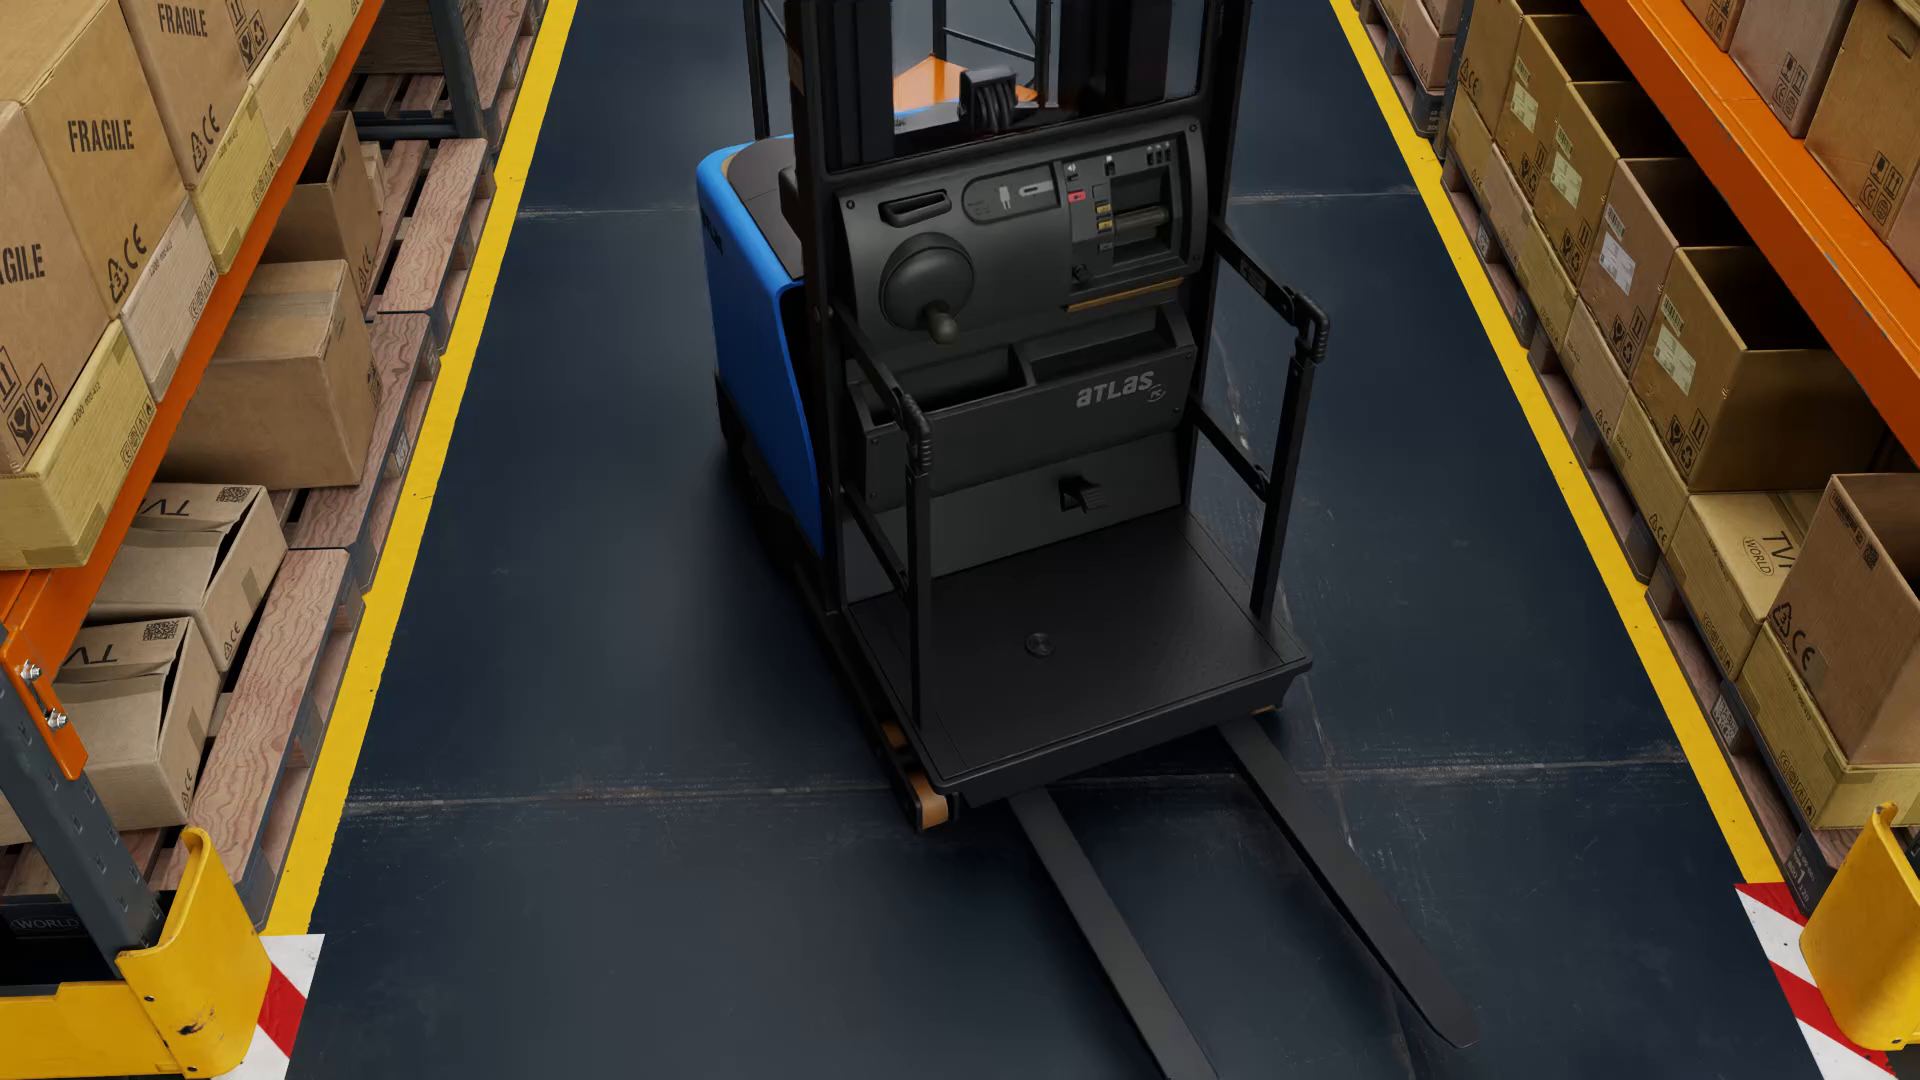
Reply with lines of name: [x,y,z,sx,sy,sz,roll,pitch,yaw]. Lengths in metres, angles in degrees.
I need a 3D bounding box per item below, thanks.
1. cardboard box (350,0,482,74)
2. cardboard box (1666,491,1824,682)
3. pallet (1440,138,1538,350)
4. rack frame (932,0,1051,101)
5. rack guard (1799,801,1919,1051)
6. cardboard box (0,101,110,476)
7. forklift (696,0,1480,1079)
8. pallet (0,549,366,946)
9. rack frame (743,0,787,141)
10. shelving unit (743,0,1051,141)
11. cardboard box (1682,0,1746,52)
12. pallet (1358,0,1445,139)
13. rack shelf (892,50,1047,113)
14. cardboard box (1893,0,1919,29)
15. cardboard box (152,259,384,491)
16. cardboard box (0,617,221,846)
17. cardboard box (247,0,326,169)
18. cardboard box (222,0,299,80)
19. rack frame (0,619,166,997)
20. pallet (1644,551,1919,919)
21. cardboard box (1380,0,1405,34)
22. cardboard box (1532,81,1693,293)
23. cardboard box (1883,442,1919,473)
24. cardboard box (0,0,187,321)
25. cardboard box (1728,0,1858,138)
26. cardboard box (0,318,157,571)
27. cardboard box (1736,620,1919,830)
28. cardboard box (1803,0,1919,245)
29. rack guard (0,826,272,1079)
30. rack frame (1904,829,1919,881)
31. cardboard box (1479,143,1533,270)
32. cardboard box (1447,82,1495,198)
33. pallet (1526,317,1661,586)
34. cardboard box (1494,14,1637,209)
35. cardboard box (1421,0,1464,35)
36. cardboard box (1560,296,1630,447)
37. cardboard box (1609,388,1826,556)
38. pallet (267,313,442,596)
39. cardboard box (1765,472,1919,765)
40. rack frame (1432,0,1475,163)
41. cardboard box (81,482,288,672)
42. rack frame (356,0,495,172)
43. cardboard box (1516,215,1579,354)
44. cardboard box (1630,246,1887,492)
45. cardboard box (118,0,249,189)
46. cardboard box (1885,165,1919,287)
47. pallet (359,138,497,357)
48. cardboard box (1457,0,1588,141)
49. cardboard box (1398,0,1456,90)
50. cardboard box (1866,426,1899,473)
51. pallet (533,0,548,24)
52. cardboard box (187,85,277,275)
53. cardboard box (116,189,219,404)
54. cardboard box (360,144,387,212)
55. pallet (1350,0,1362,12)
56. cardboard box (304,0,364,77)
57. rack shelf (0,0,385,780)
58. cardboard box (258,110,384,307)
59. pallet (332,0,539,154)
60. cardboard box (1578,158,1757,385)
cardboard box: [-2.488,-2.339,7.106,0.700,0.500,0.500,0,43,0]
cardboard box: [2.328,0.122,4.621,0.500,0.250,0.500,-2,43,-2]
pallet: [2.501,-1.181,6.382,1.003,0.211,1.213,-2,43,-2]
rack frame: [0.108,-1.825,6.131,0.500,1.500,0.032,26,48,25]
rack guard: [2.680,0.891,3.907,1.175,0.500,0.348,-2,43,-2]
cardboard box: [-1.990,-0.461,3.074,0.500,0.500,0.500,-2,43,-2]
forklift: [0.253,-0.651,3.791,1.130,2.935,3.031,-16,45,-17]
pallet: [-2.273,0.526,4.520,1.003,0.211,1.213,-2,43,-2]
rack frame: [-0.479,-1.264,5.519,0.500,1.500,0.032,26,48,25]
shelving unit: [-0.180,-1.549,5.830,0.587,1.500,1.083,26,48,25]
cardboard box: [2.580,-1.789,4.908,0.700,0.500,0.500,-1,43,-1]
pallet: [2.439,-2.215,7.510,1.003,0.211,1.213,-2,43,-2]
rack shelf: [-0.185,-1.412,5.946,0.538,0.185,1.000,26,48,25]
cardboard box: [2.429,-1.271,3.863,0.380,0.149,0.250,0,43,0]
cardboard box: [-2.215,-0.493,5.093,0.700,0.500,0.500,-4,43,-4]
cardboard box: [-2.210,0.458,4.195,0.500,0.311,0.500,-6,43,-7]
cardboard box: [-2.045,-1.228,4.466,0.500,0.250,0.500,-1,43,-1]
cardboard box: [-2.051,-1.492,4.199,0.500,0.500,0.500,0,43,0]
rack frame: [-2.270,0.098,2.923,1.000,3.000,0.127,-2,43,-2]
pallet: [2.605,0.467,4.585,1.003,0.211,1.213,-2,43,-2]
cardboard box: [2.182,-2.501,7.483,0.500,0.250,0.500,-2,43,-2]
cardboard box: [2.258,-1.167,5.472,0.500,0.500,0.500,-2,43,-2]
cardboard box: [2.855,-0.170,4.384,0.500,0.500,0.500,-2,43,-2]
cardboard box: [-2.001,-0.795,3.439,0.500,0.500,0.500,-2,43,-2]
cardboard box: [2.603,-1.444,4.531,0.700,0.500,0.500,0,43,-1]
cardboard box: [-1.974,-0.192,3.336,0.500,0.250,0.500,-3,43,-3]
cardboard box: [2.361,0.459,4.253,0.500,0.250,0.500,-2,43,-2]
cardboard box: [2.629,-1.088,4.143,0.700,0.500,0.500,-1,43,-2]
rack guard: [-2.273,0.969,3.823,1.175,0.500,0.348,-2,43,-2]
rack frame: [2.679,-0.046,3.080,1.000,3.000,0.127,-2,43,-2]
cardboard box: [2.242,-1.228,6.094,0.500,0.250,0.500,-2,43,-2]
cardboard box: [2.226,-1.566,6.463,0.500,0.250,0.500,-2,43,-2]
pallet: [2.556,-0.355,5.481,1.003,0.211,1.213,-2,43,-2]
cardboard box: [2.245,-1.505,5.841,0.500,0.500,0.500,-2,43,-2]
cardboard box: [2.205,-2.360,6.914,0.500,0.311,0.500,-2,43,-2]
cardboard box: [2.285,-0.553,5.358,0.500,0.250,0.500,-2,43,-2]
cardboard box: [2.305,-0.216,4.989,0.500,0.250,0.500,-2,43,-2]
pallet: [-2.321,-0.296,5.417,1.003,0.211,1.213,-2,43,-2]
cardboard box: [2.359,0.183,4.000,0.500,0.500,0.500,-2,43,-2]
rack frame: [2.509,-2.747,6.027,1.000,3.000,0.127,-2,43,-2]
cardboard box: [-2.234,0.073,4.615,0.500,0.311,0.500,2,43,2]
rack frame: [-2.440,-2.602,5.869,1.000,3.000,0.127,-2,43,-2]
cardboard box: [2.258,-0.891,5.726,0.500,0.250,0.500,-2,43,-2]
cardboard box: [2.302,-0.492,4.736,0.500,0.500,0.500,-2,43,-2]
cardboard box: [-2.017,-1.144,3.819,0.500,0.500,0.500,-3,43,-3]
cardboard box: [2.645,-0.753,3.778,0.700,0.500,0.500,-1,43,-1]
pallet: [-2.376,-1.122,6.317,1.003,0.211,1.213,-2,43,-2]
cardboard box: [2.216,-1.842,6.209,0.500,0.500,0.500,-2,43,-2]
cardboard box: [2.202,-2.159,7.110,0.500,0.250,0.500,-2,43,-2]
cardboard box: [2.821,-0.507,4.752,0.500,0.500,0.500,-2,43,-2]
pallet: [-2.529,-2.925,8.285,1.003,0.211,1.213,-2,43,-2]
cardboard box: [-2.026,-0.886,4.093,0.500,0.250,0.500,-2,43,-2]
cardboard box: [-2.010,-0.542,3.718,0.500,0.250,0.500,-3,43,-3]
cardboard box: [-2.387,-1.359,6.284,0.380,0.166,0.250,-7,43,-7]
pallet: [2.384,-3.041,8.411,1.003,0.211,1.213,-2,43,-2]
cardboard box: [-2.067,-1.567,4.836,0.500,0.250,0.500,-2,43,-2]
rack shelf: [-2.355,-0.987,4.639,1.077,0.370,4.000,-2,43,-2]
cardboard box: [-2.356,-1.143,5.802,0.500,0.500,0.500,-5,43,-5]
pallet: [-2.475,-2.100,7.384,1.003,0.211,1.213,-2,43,-2]
cardboard box: [2.282,-0.830,5.104,0.500,0.500,0.500,-2,43,-2]
